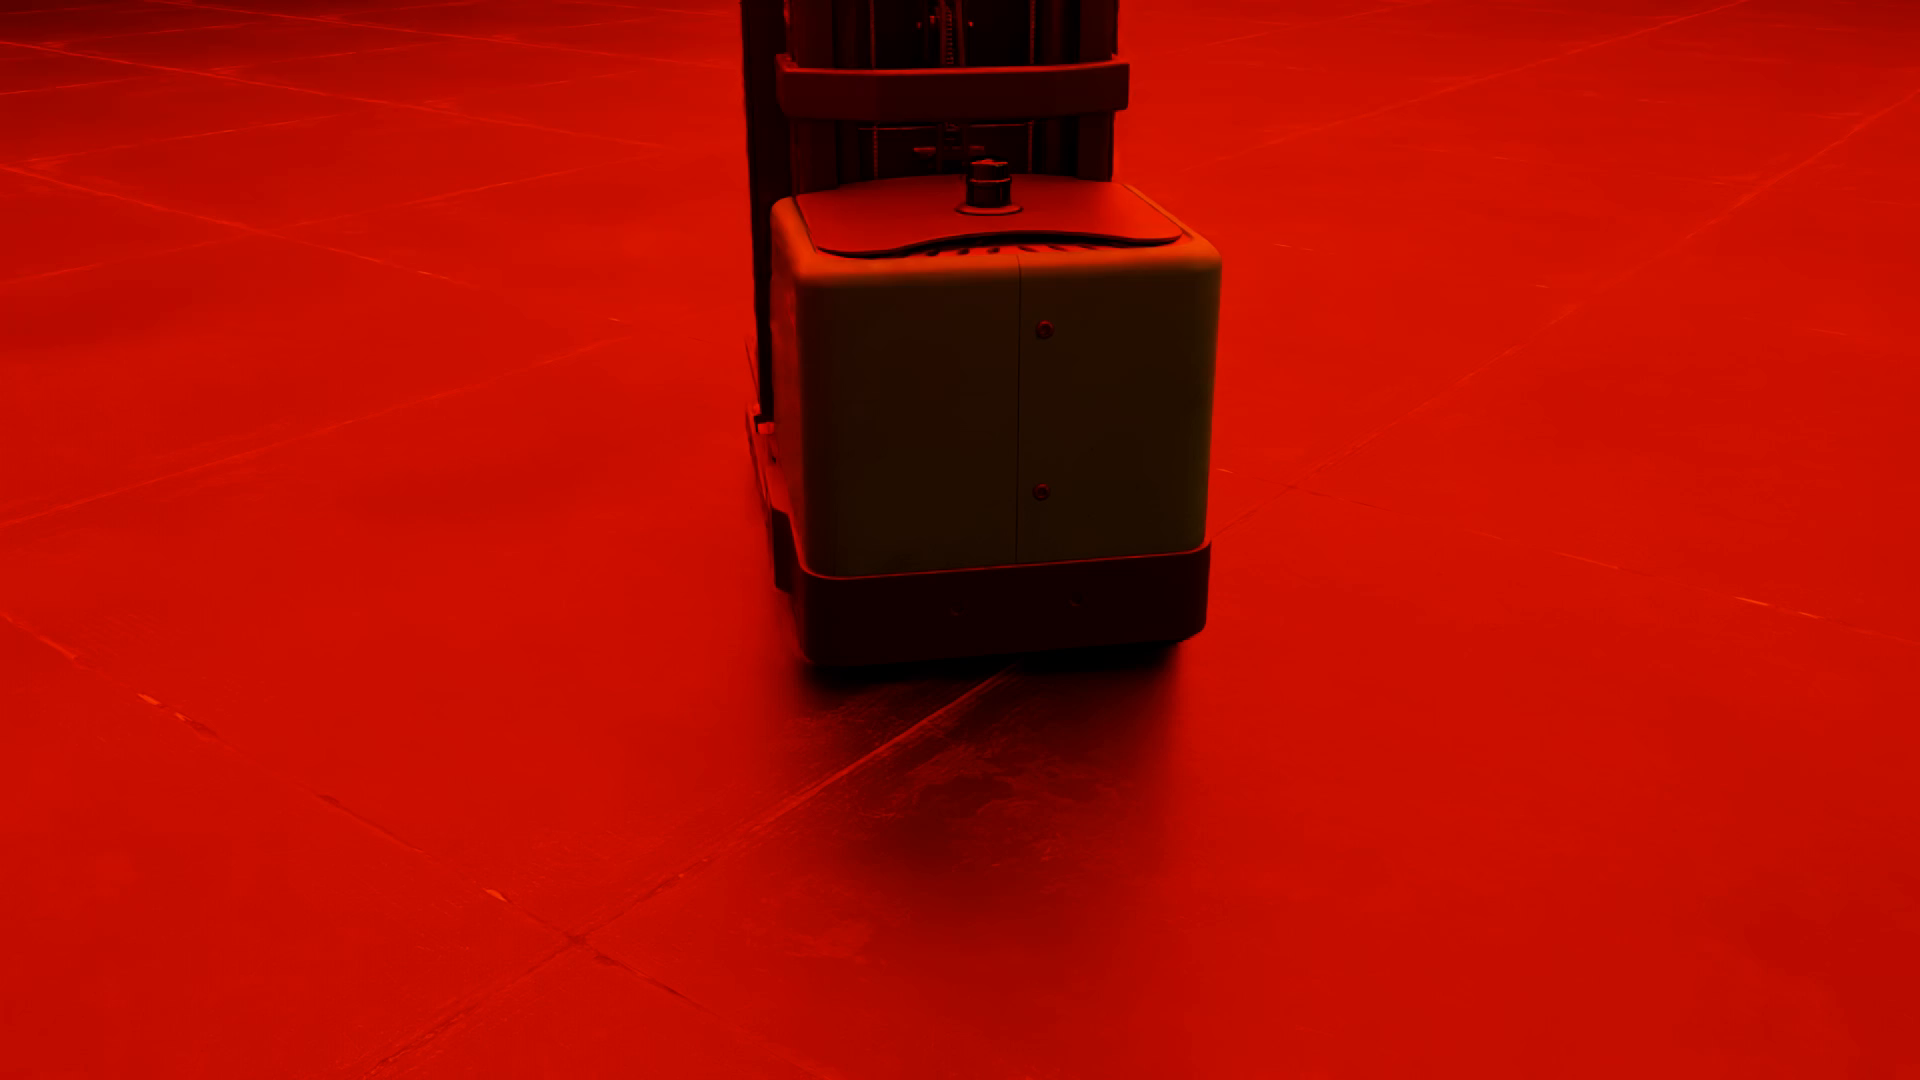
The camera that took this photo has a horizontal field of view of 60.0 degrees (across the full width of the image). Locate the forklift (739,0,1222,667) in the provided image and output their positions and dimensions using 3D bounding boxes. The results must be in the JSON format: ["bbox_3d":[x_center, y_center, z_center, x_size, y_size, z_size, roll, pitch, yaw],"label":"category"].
[{"bbox_3d":[-0.130,-1.587,4.991,1.130,2.935,3.031,-4,24,-9],"label":"forklift"}]
